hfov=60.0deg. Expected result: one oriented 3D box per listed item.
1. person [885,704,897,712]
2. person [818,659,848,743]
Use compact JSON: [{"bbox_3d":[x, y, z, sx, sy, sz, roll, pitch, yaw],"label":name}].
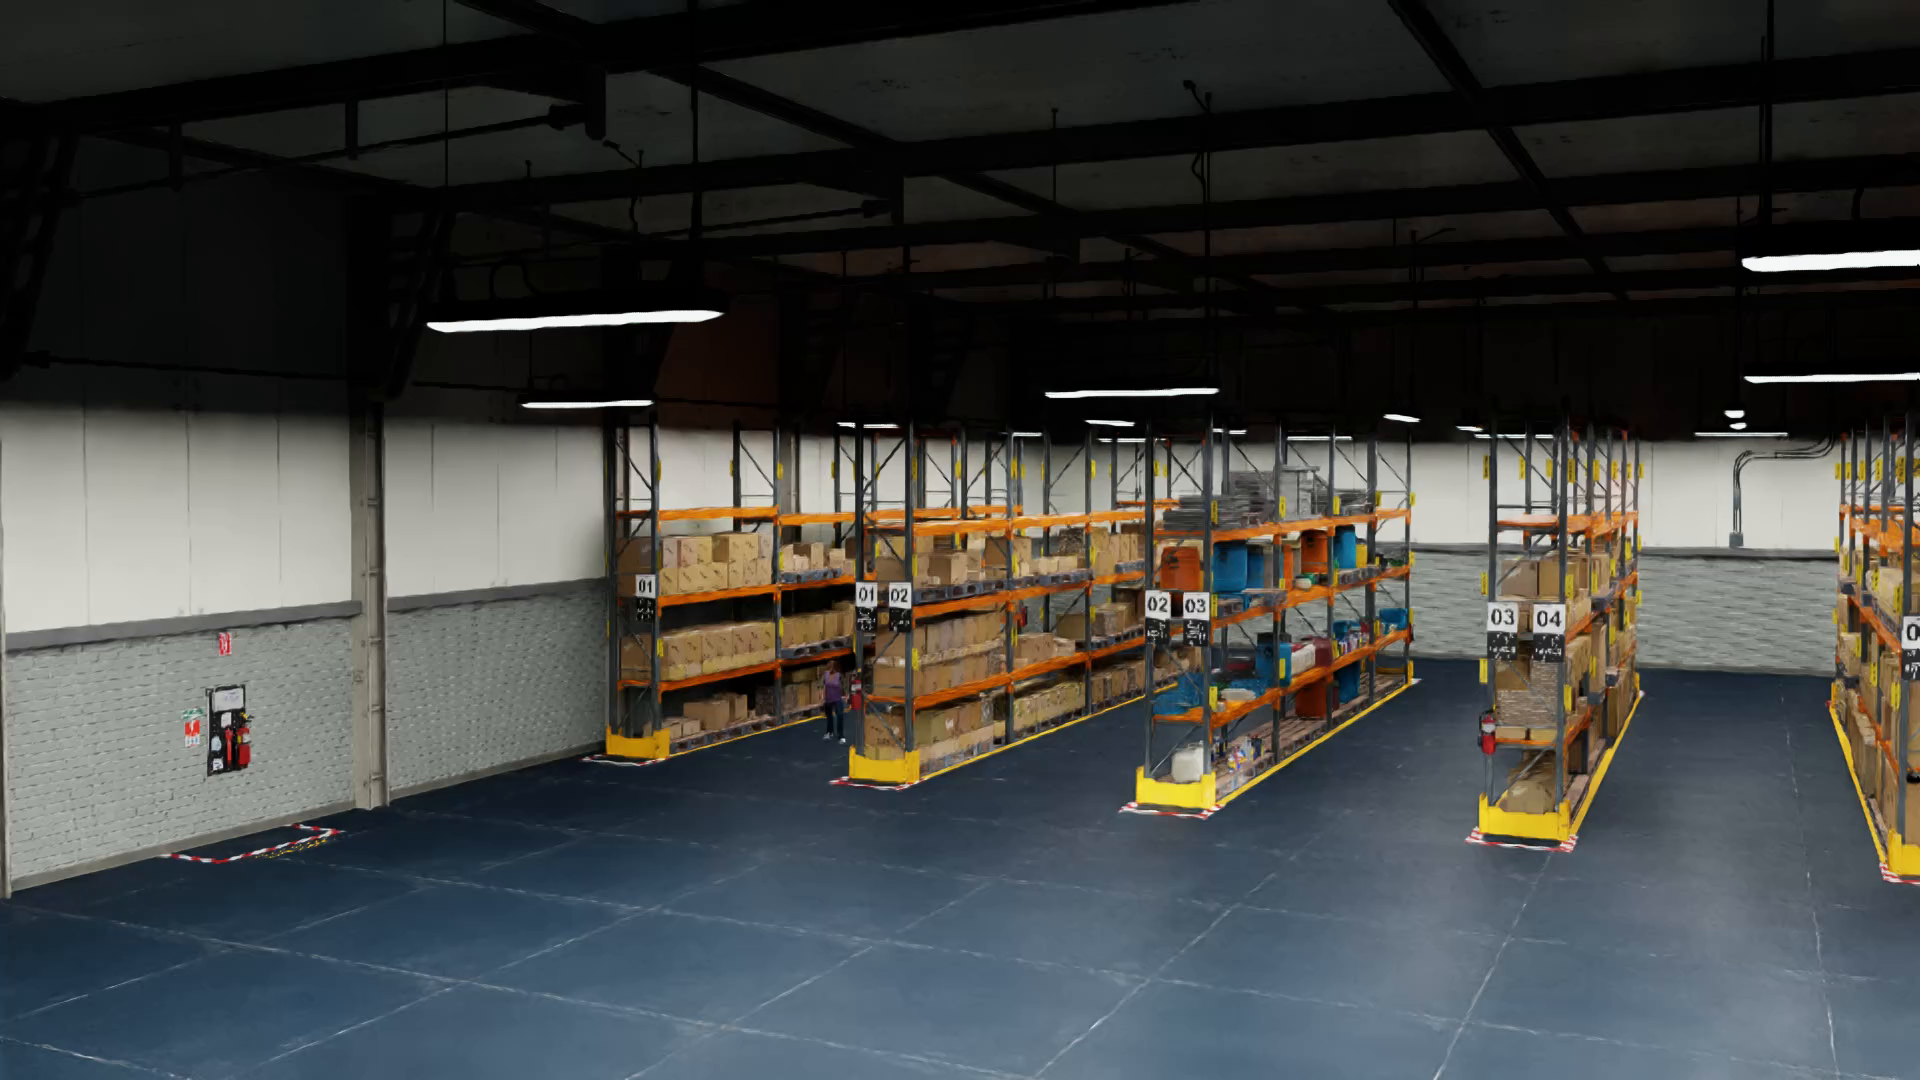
[{"bbox_3d":[-1.299,2.643,34.341,0.480,1.784,0.629,0,2,1],"label":"person"},{"bbox_3d":[-2.317,2.938,30.588,0.561,1.525,0.788,0,2,8],"label":"person"}]
